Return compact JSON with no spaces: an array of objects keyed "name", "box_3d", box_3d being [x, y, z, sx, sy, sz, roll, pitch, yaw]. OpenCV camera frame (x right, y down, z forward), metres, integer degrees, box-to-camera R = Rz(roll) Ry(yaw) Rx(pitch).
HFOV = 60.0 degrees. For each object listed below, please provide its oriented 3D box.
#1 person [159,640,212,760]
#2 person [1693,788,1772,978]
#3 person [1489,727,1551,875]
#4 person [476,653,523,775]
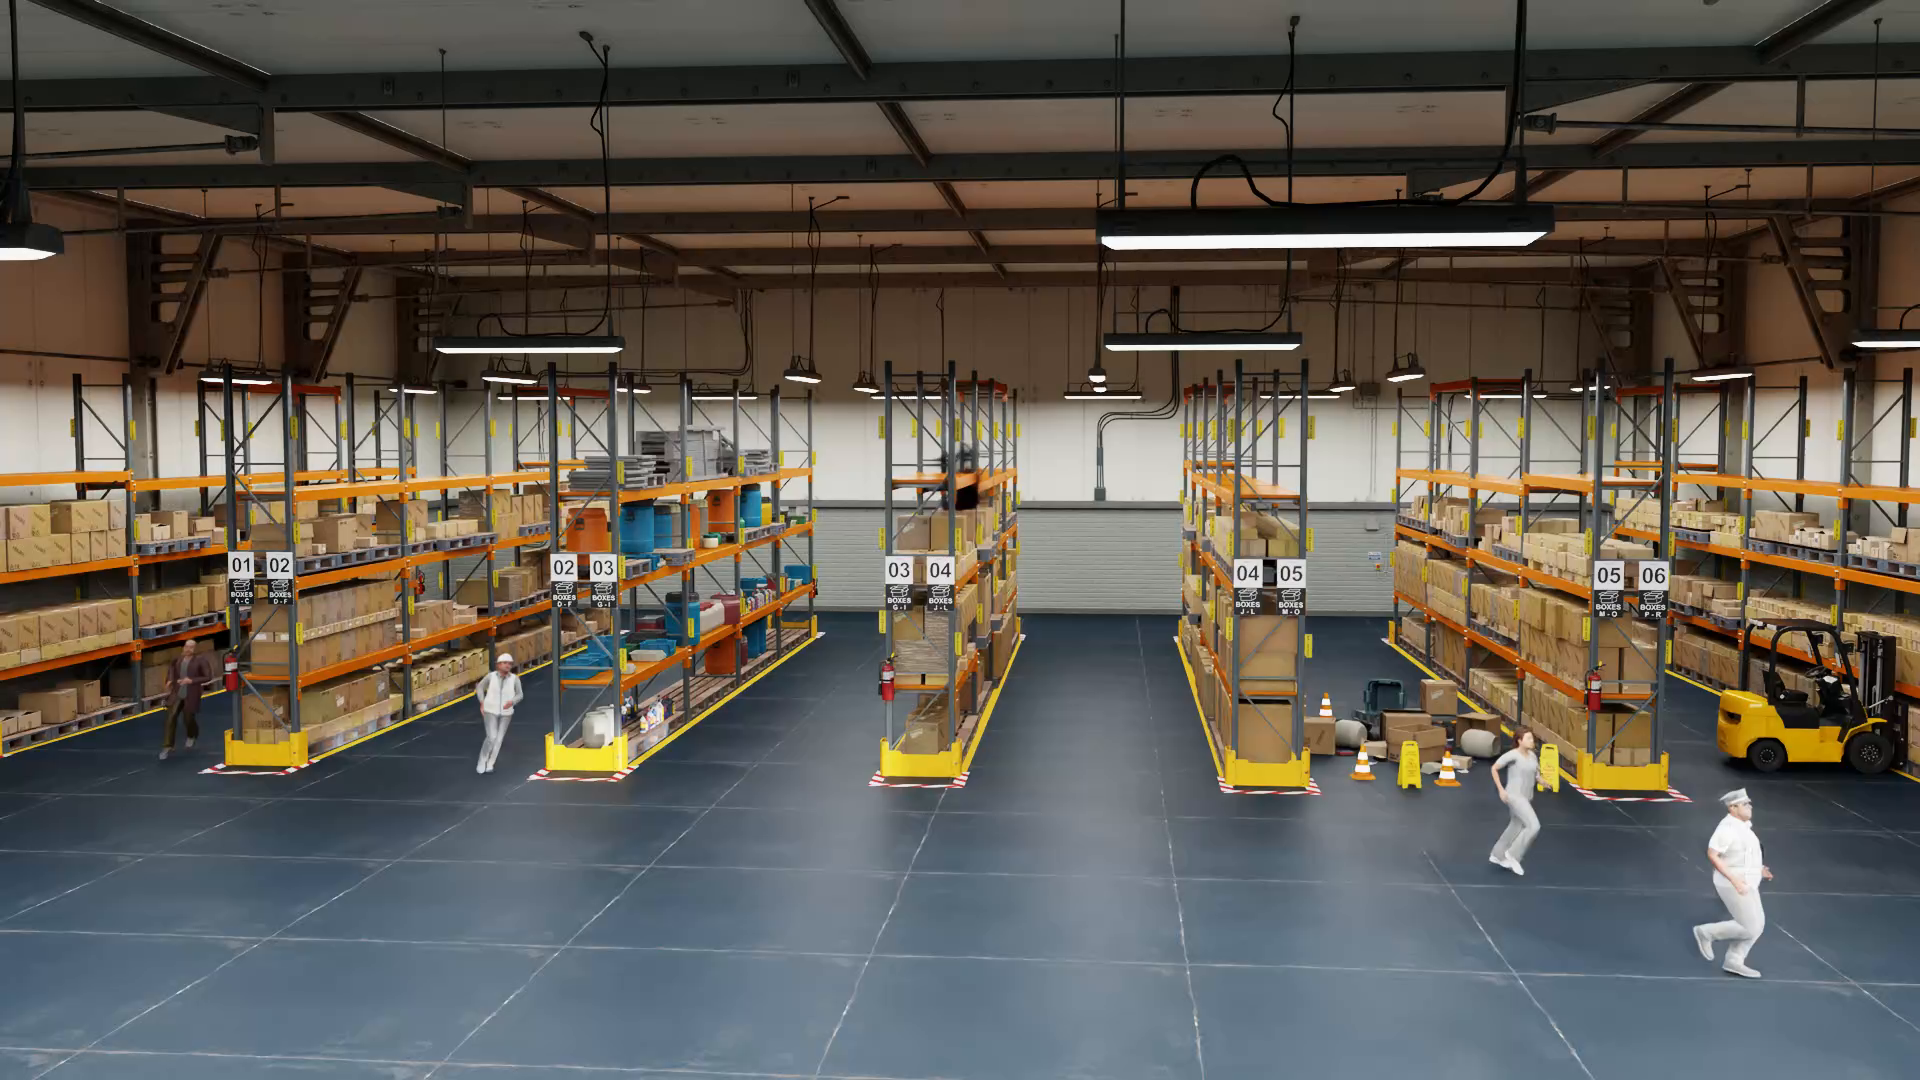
[{"name":"person","box_3d":[-11.932,2.424,25.721,0.743,1.776,1.047,0,4,-4]},{"name":"person","box_3d":[7.118,3.134,15.302,0.599,1.741,0.670,3,5,40]},{"name":"person","box_3d":[6.324,2.936,18.774,0.530,1.659,0.749,-3,5,-39]},{"name":"person","box_3d":[-6.750,2.536,24.352,0.691,1.750,0.625,-2,4,-26]}]
